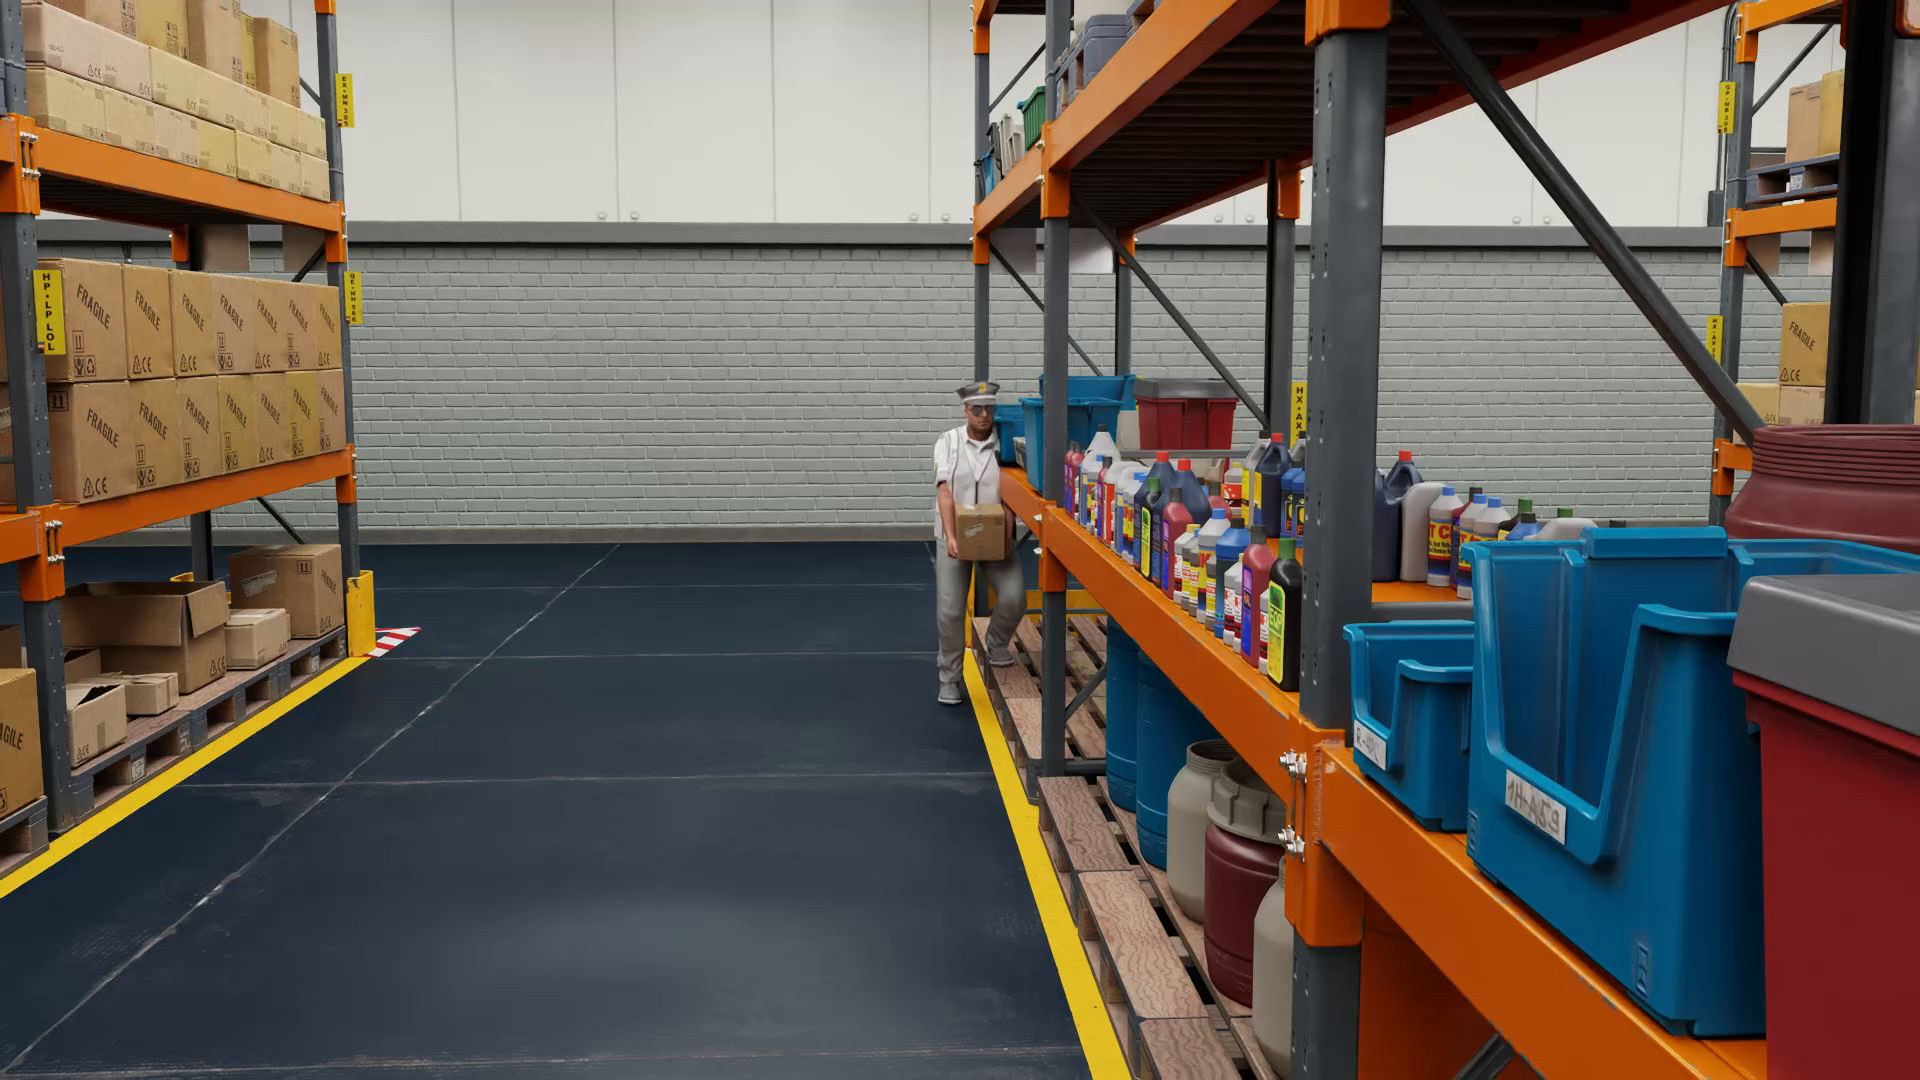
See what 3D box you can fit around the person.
[{"bbox_3d":[0.106,0.018,9.051,0.495,1.762,0.549,-1,7,-5],"label":"person"}]
